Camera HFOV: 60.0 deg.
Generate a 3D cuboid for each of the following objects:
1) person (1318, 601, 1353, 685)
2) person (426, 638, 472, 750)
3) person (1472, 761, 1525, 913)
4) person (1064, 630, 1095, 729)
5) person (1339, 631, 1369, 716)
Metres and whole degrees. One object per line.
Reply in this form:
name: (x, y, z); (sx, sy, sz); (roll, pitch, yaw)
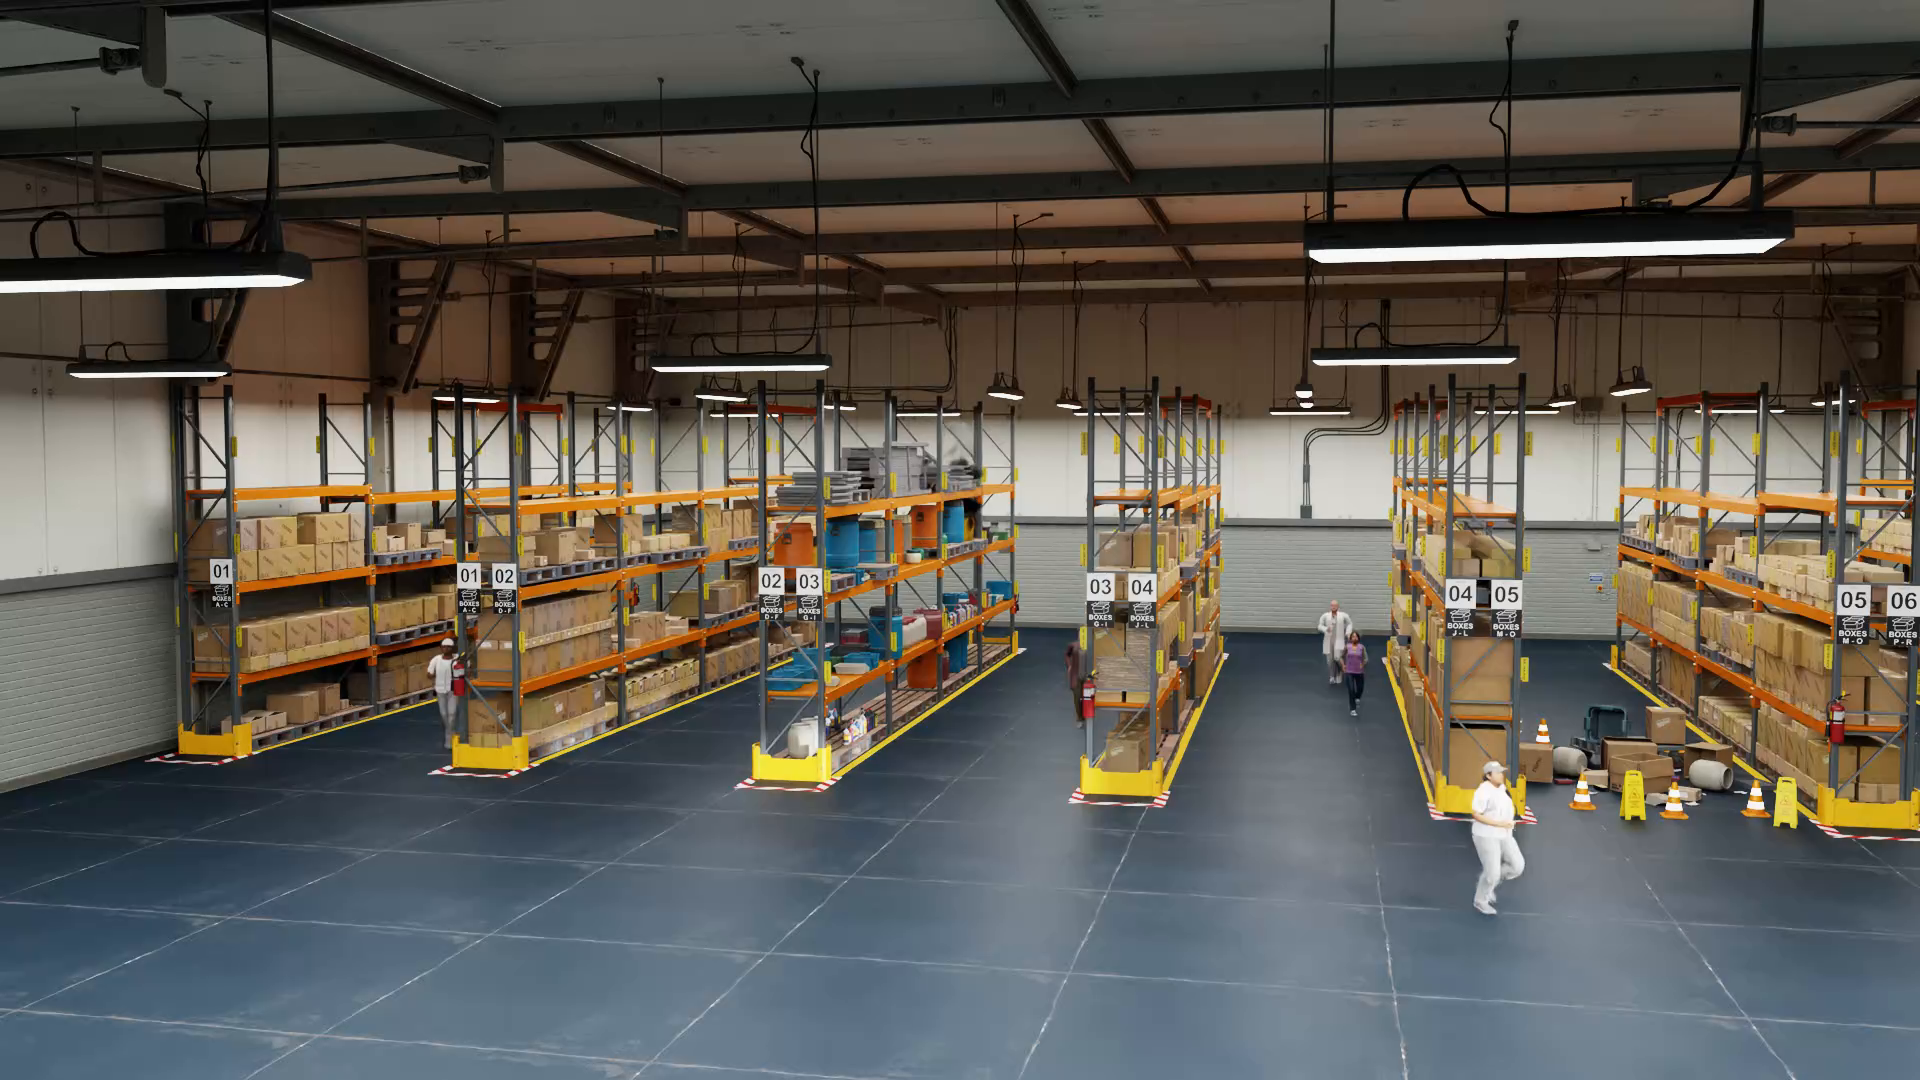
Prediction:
person: (7.875, 2.162, 34.982); (0.679, 1.773, 0.743); (1, 3, 22)
person: (-8.563, 2.537, 27.793); (0.688, 1.787, 0.891); (0, 3, -2)
person: (5.759, 3.186, 17.821); (0.657, 1.637, 0.527); (-3, 4, -38)
person: (2.200, 2.472, 29.872); (0.711, 1.754, 0.900); (1, 3, 10)
person: (7.365, 2.482, 31.118); (0.541, 1.552, 0.666); (1, 3, 10)
